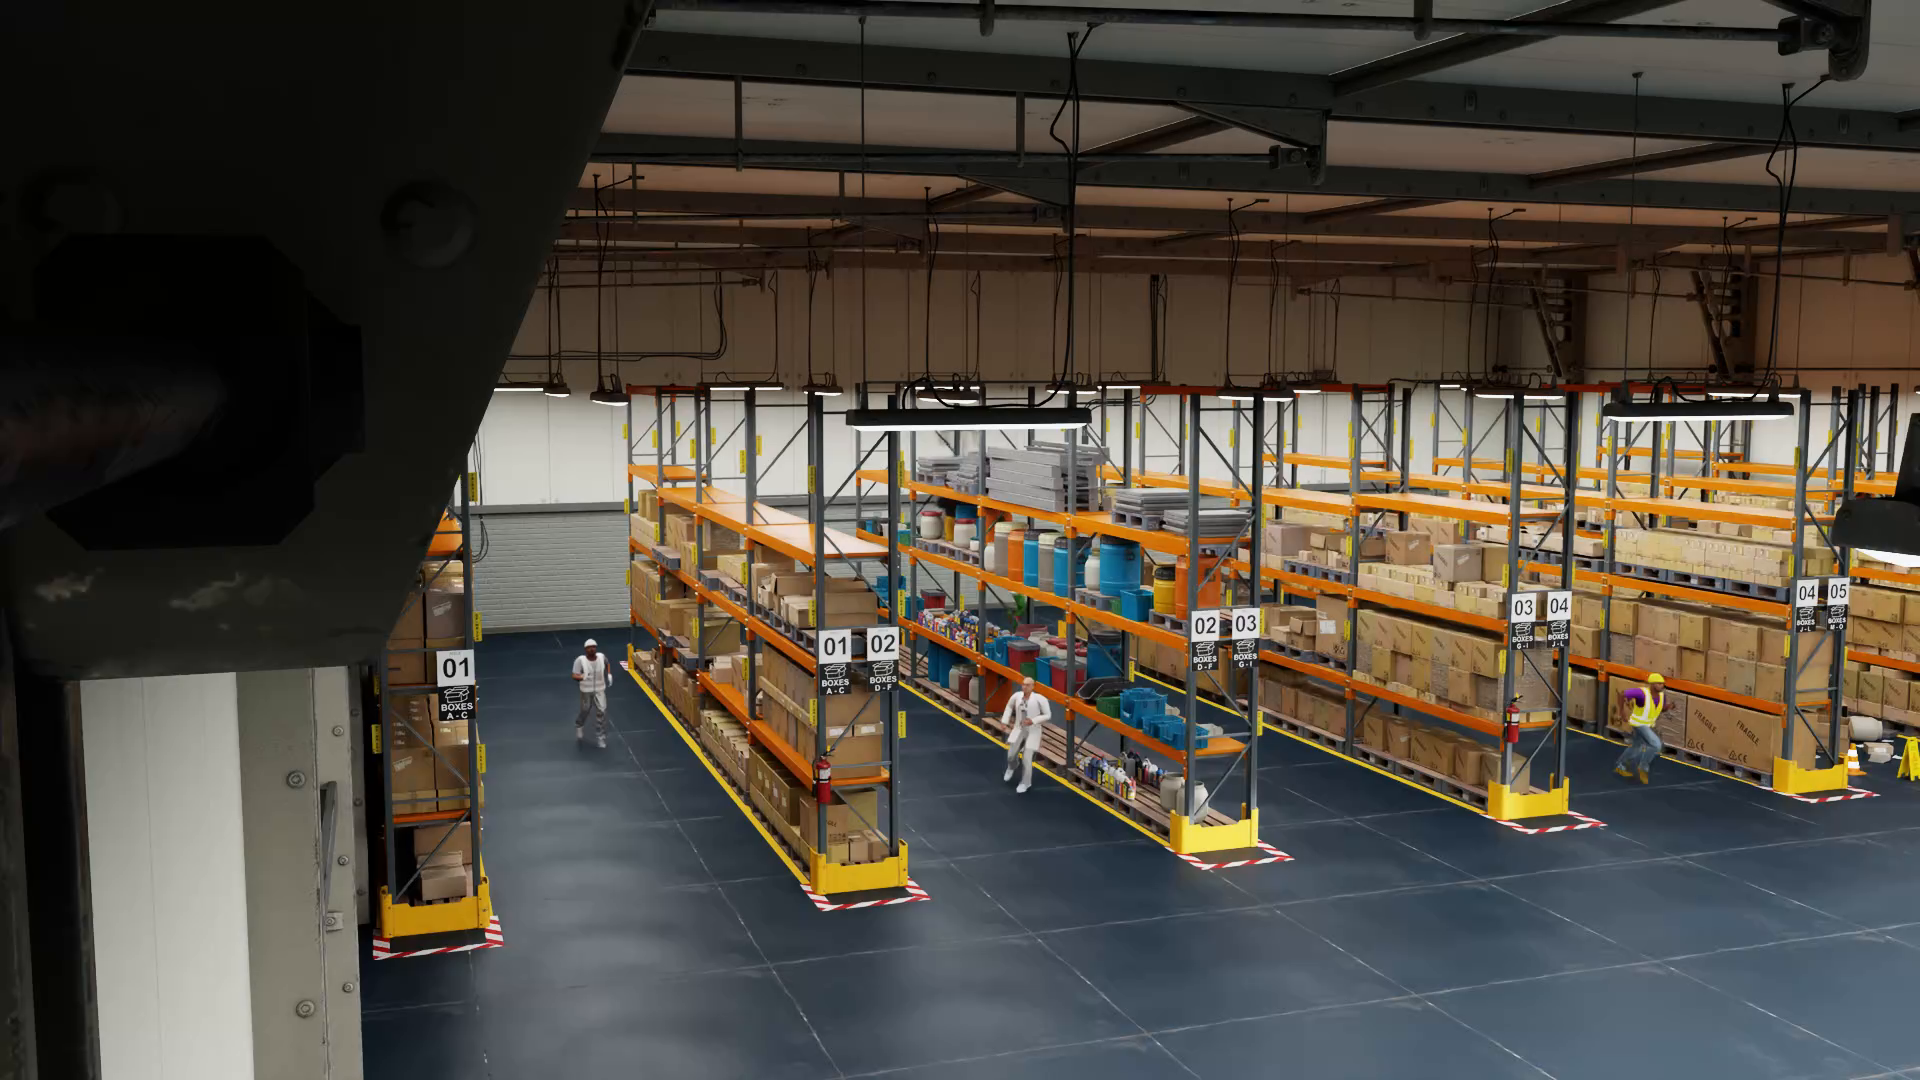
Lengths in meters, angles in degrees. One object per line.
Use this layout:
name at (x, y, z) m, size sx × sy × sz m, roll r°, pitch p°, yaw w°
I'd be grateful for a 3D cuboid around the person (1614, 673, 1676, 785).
person at (10.418, 2.854, 25.371) m, size 0.684 × 1.715 × 0.917 m, roll -4°, pitch 7°, yaw -36°

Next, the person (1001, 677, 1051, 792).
person at (0.980, 2.912, 24.963) m, size 0.819 × 1.728 × 0.554 m, roll 2°, pitch 6°, yaw 15°

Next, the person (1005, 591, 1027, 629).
person at (1.412, 1.302, 40.342) m, size 0.635 × 1.752 × 0.642 m, roll 0°, pitch 6°, yaw 5°

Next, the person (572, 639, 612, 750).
person at (-6.201, 2.553, 27.999) m, size 0.694 × 1.820 × 0.953 m, roll -3°, pitch 7°, yaw -26°
